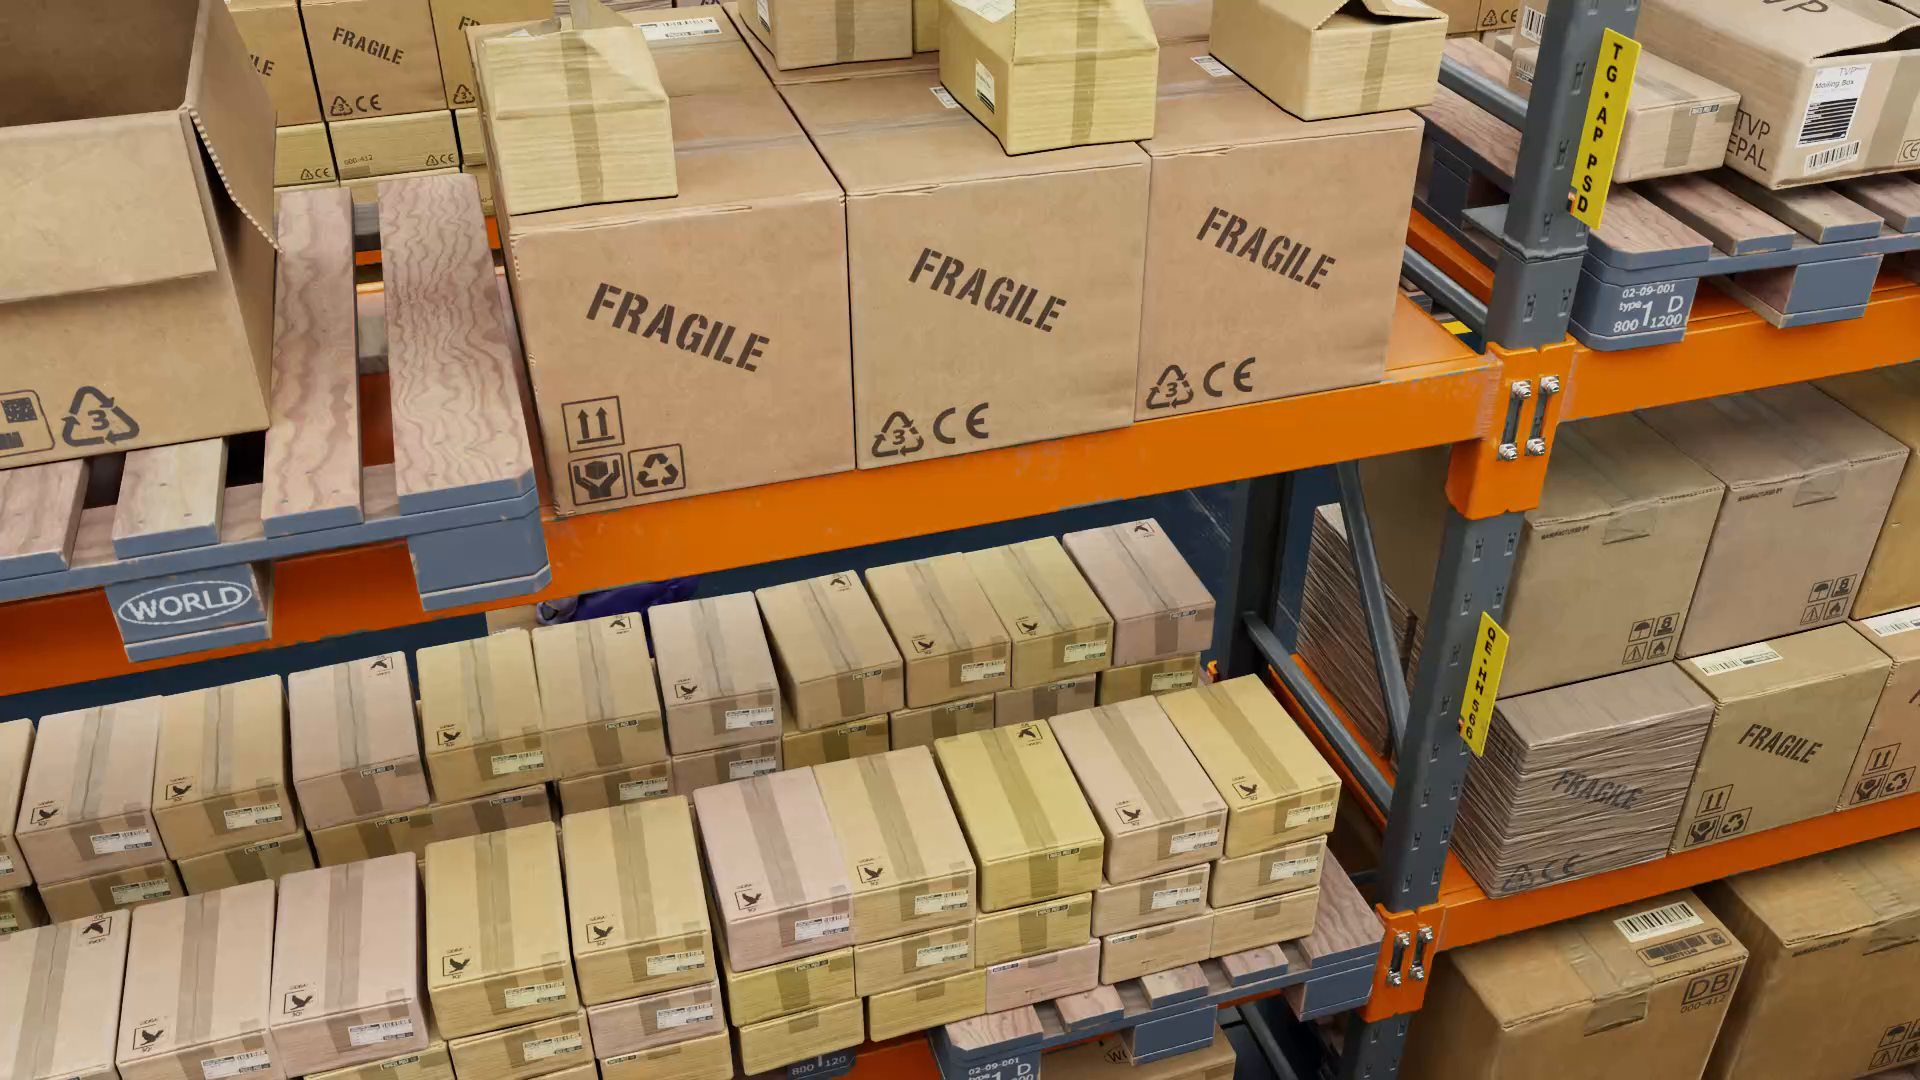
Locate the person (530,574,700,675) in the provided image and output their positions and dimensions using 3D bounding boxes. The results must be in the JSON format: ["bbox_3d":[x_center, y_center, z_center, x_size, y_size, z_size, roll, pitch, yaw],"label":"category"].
[{"bbox_3d":[-1.478,0.214,6.693,0.863,0.790,0.510,-11,36,-15],"label":"person"}]
